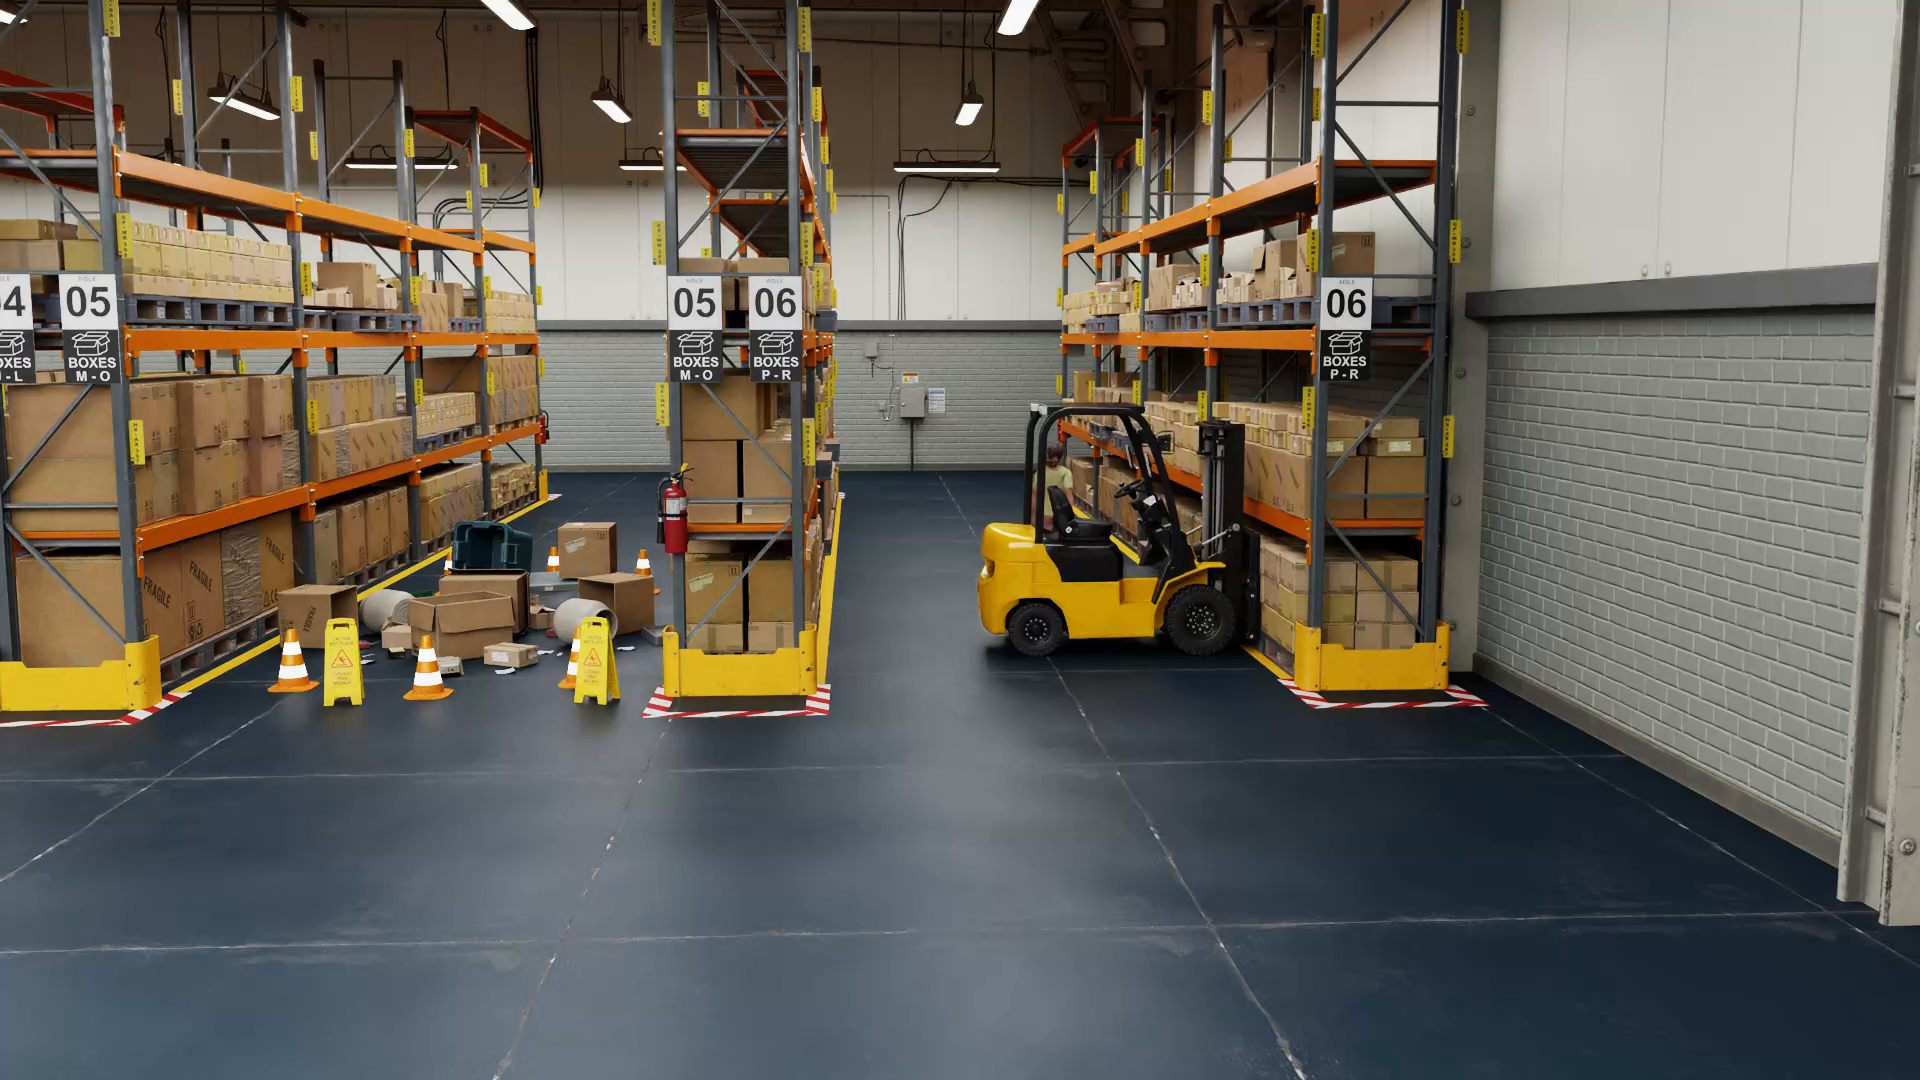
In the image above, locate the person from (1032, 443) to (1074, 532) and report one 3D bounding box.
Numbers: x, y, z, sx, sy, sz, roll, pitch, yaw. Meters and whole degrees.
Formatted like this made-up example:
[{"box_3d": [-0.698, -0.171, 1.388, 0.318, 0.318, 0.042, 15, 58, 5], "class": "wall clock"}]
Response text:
[{"box_3d": [1.017, -0.243, 17.826, 0.480, 1.599, 1.042, 2, 7, 13], "class": "person"}]
